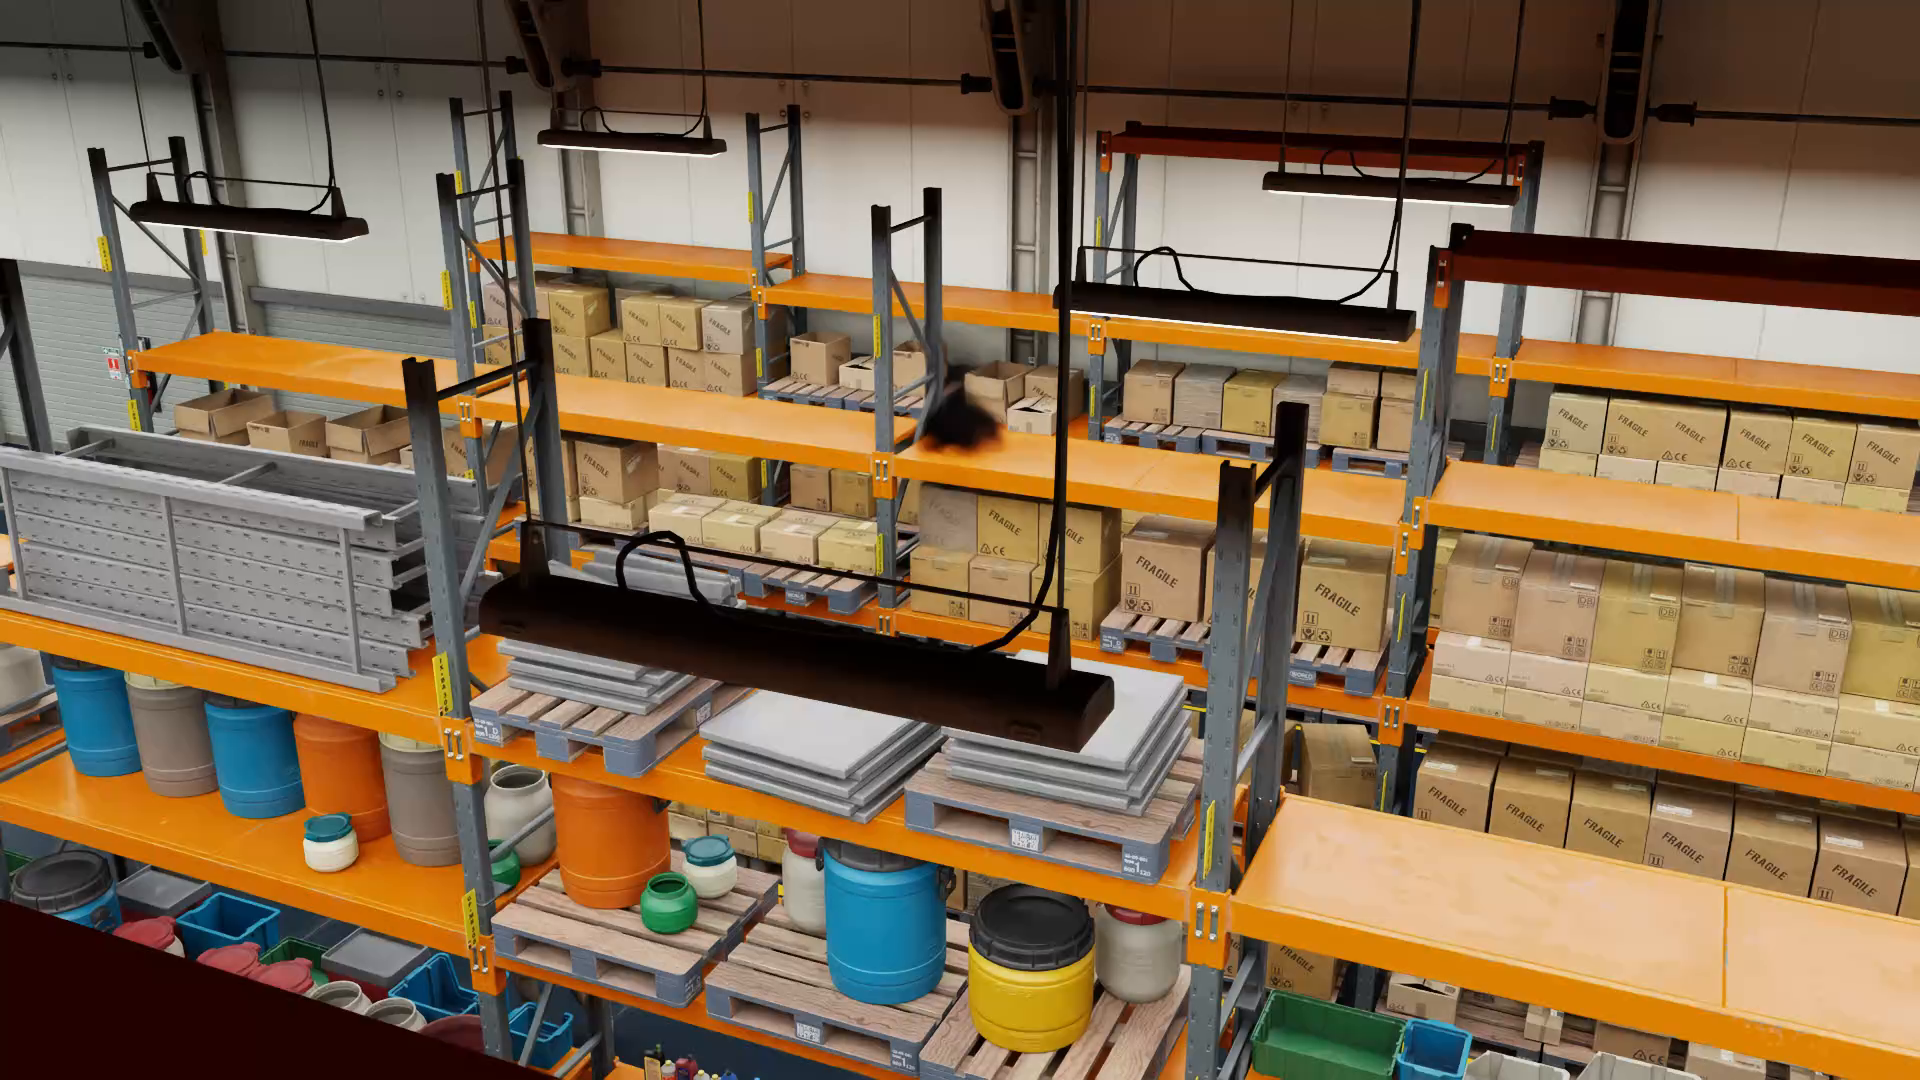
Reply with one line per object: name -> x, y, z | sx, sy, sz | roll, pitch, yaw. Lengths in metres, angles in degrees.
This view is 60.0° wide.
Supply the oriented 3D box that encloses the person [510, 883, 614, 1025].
person -> -3.116, 3.000, 12.302 | 0.856, 1.755, 0.756 | 13, 24, 32
